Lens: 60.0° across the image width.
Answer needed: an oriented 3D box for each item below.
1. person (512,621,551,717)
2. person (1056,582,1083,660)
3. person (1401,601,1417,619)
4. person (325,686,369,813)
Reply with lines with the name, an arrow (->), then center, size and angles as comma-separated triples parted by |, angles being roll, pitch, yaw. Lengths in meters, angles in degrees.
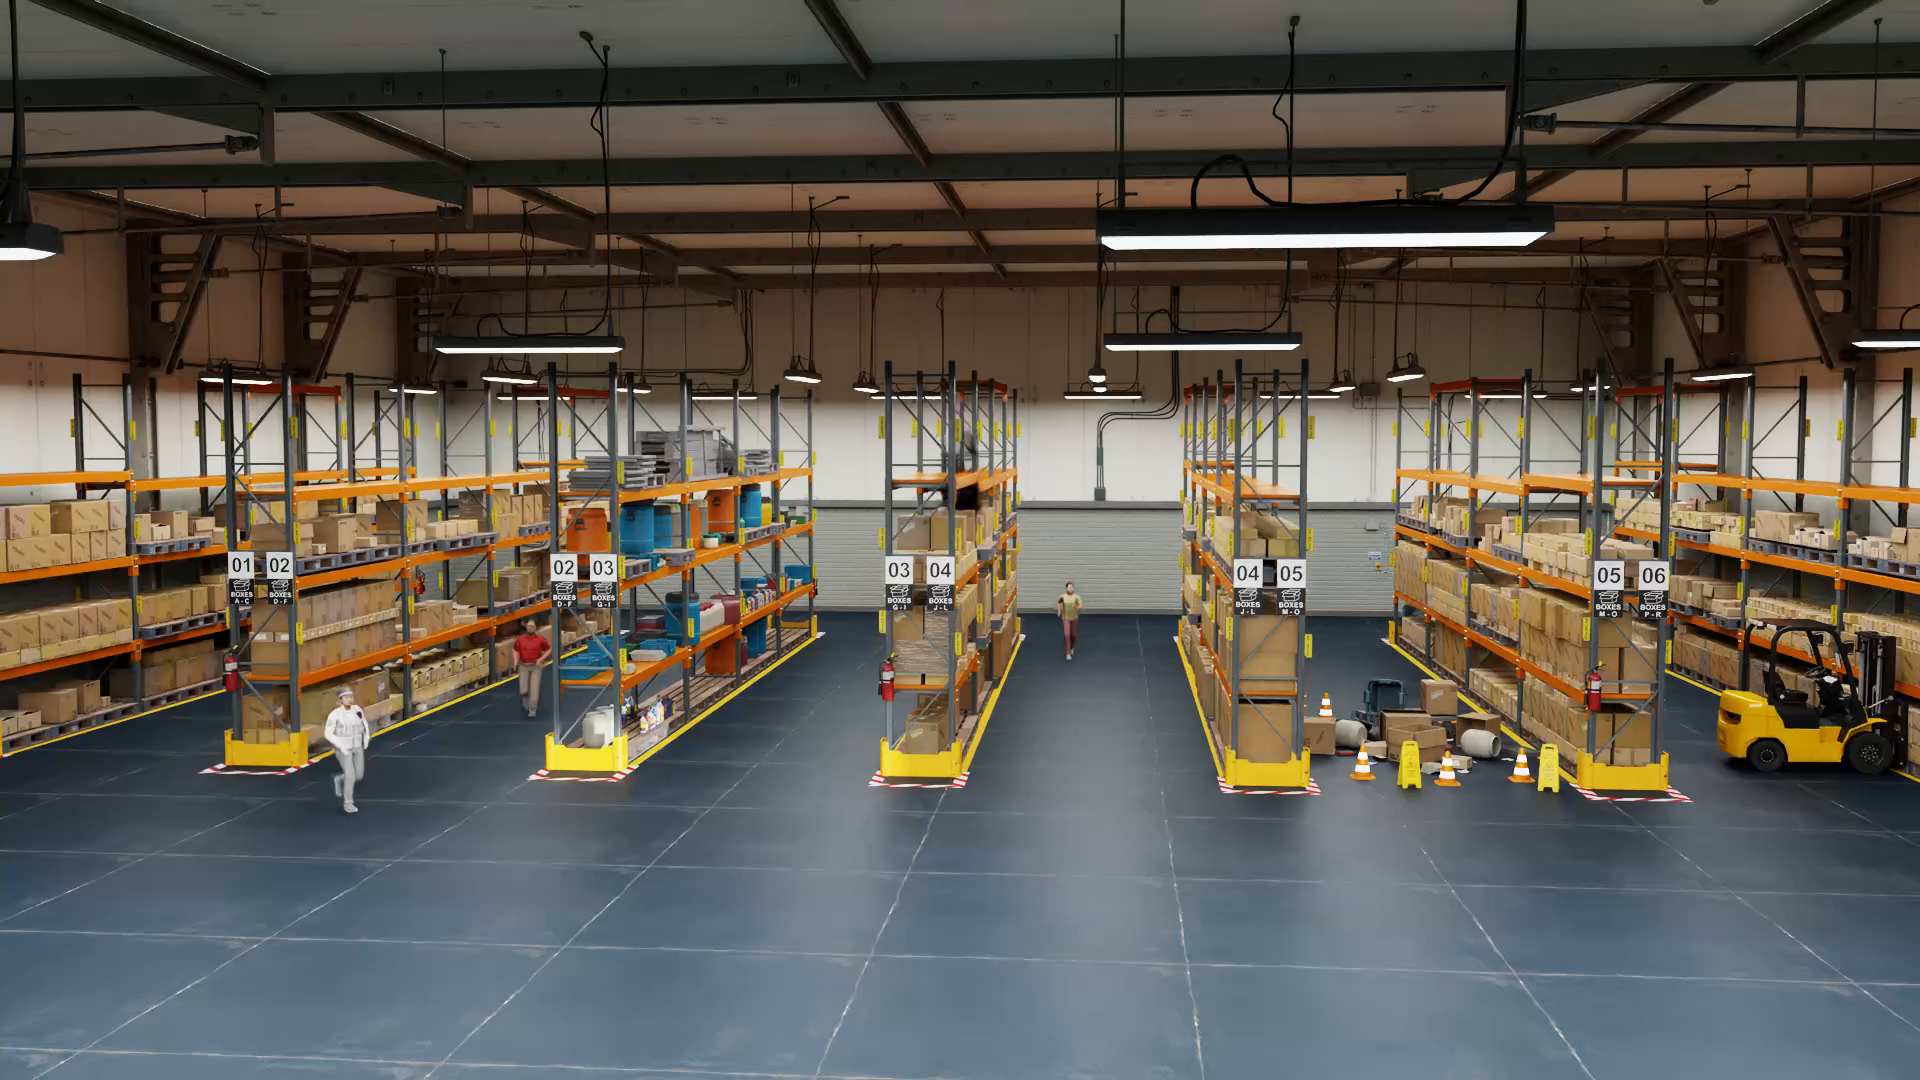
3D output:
person -> -7.507, 2.254, 29.083 | 0.651, 1.670, 0.544 | -1, 4, -9
person -> 2.411, 1.747, 36.442 | 0.574, 1.654, 0.969 | 0, 4, -1
person -> 10.996, 1.493, 40.392 | 0.739, 1.716, 0.755 | 1, 4, 15
person -> -8.075, 2.738, 21.906 | 0.598, 1.669, 0.631 | 3, 5, 41
